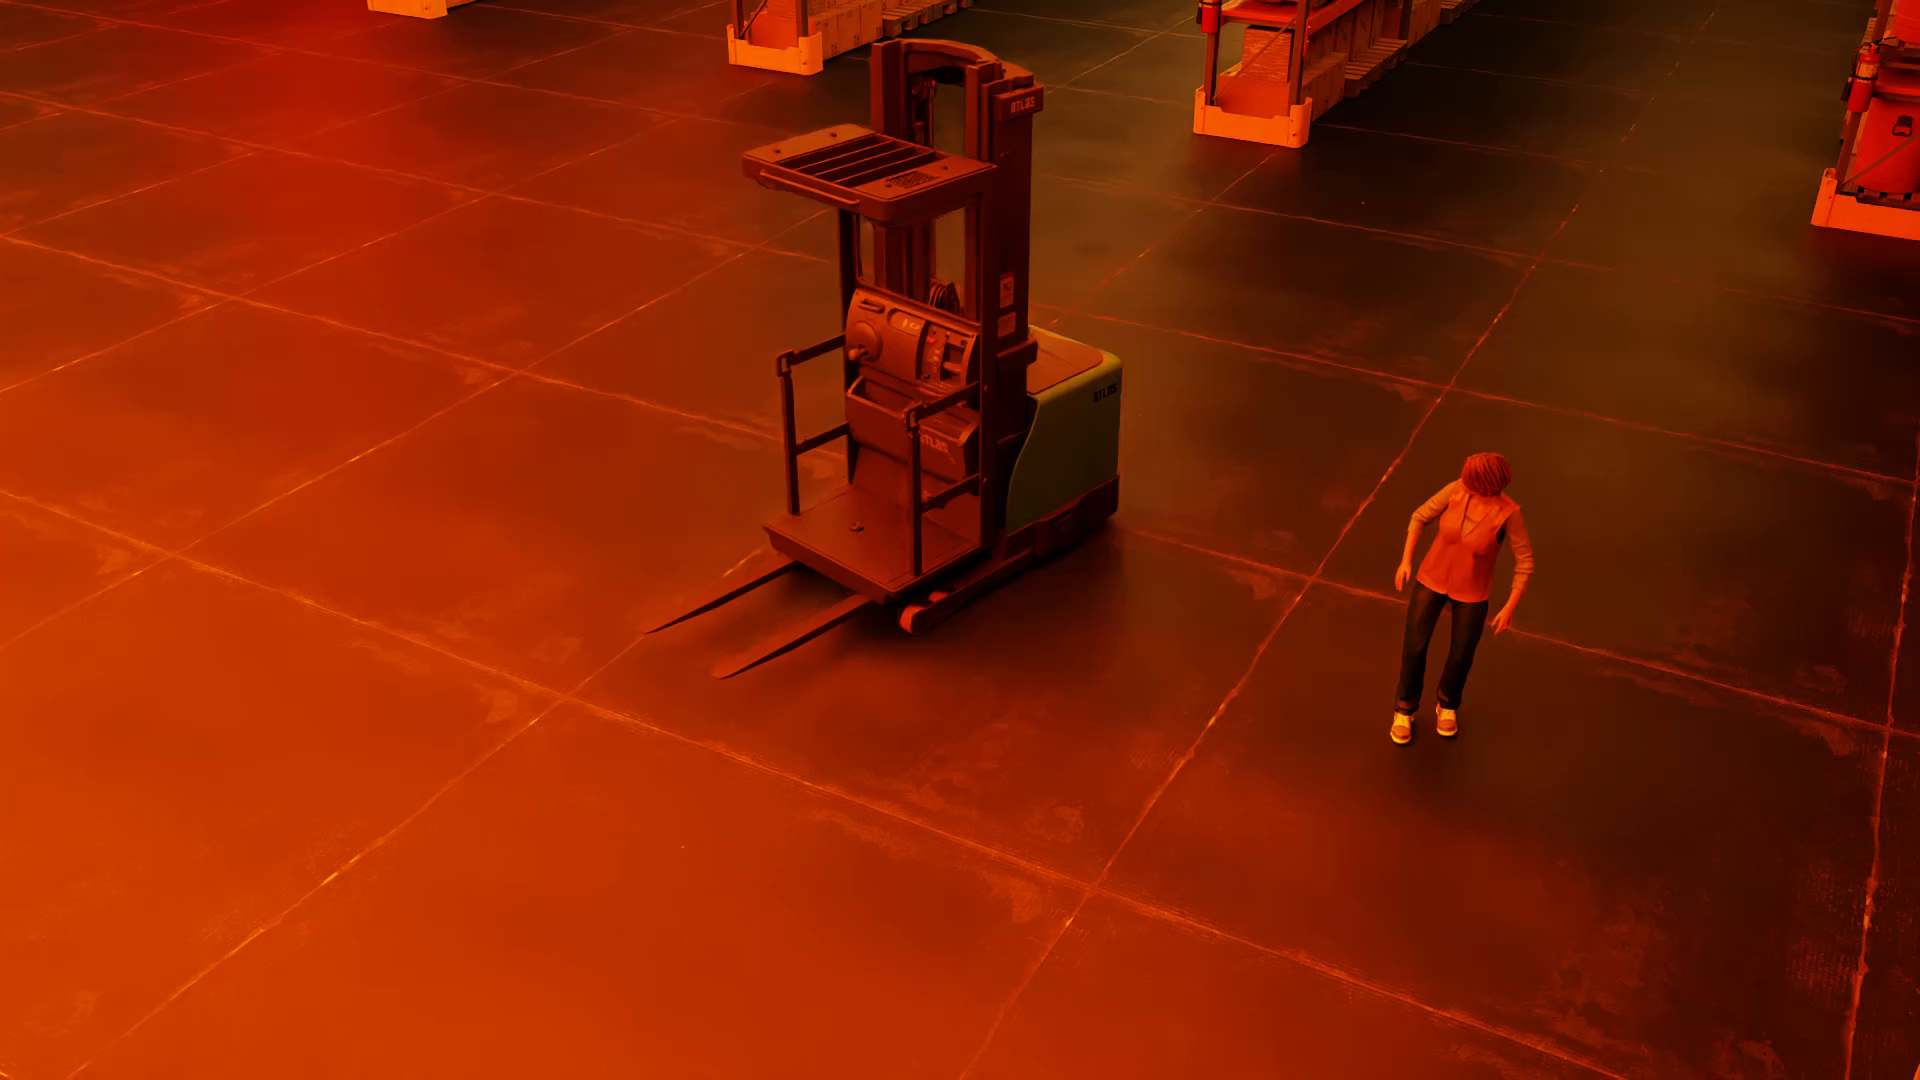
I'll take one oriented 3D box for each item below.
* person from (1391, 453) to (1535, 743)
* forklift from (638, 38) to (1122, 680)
[{"bbox_3d":[2.391,0.284,7.963,0.611,1.559,0.446,14,33,23],"label":"person"},{"bbox_3d":[-0.414,-1.041,8.874,1.130,2.935,3.031,25,38,37],"label":"forklift"}]
